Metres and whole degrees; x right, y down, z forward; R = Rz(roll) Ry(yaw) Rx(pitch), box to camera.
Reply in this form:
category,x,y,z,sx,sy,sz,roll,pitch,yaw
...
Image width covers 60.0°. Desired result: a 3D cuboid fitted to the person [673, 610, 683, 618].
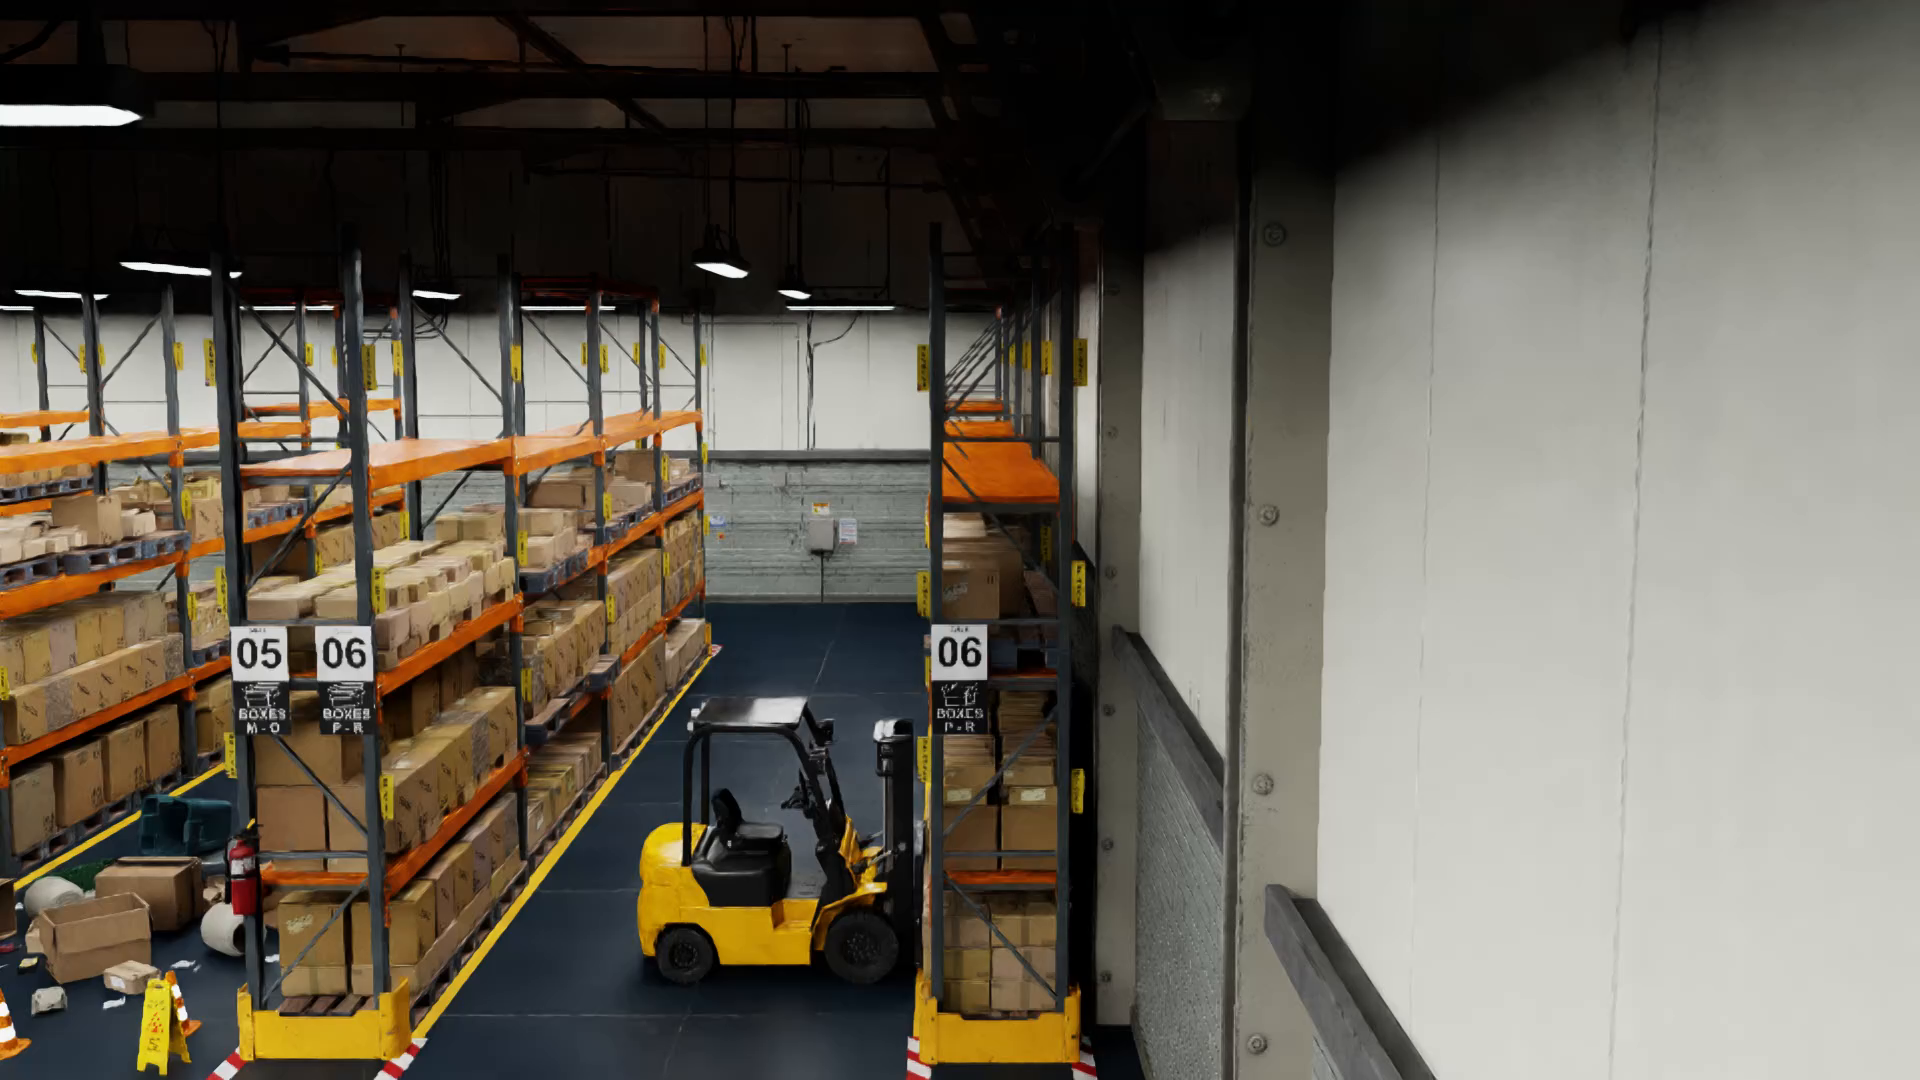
category,x,y,z,sx,sy,sz,roll,pitch,yaw
person,-5.430,0.736,31.015,0.519,1.691,0.555,-5,8,-37
